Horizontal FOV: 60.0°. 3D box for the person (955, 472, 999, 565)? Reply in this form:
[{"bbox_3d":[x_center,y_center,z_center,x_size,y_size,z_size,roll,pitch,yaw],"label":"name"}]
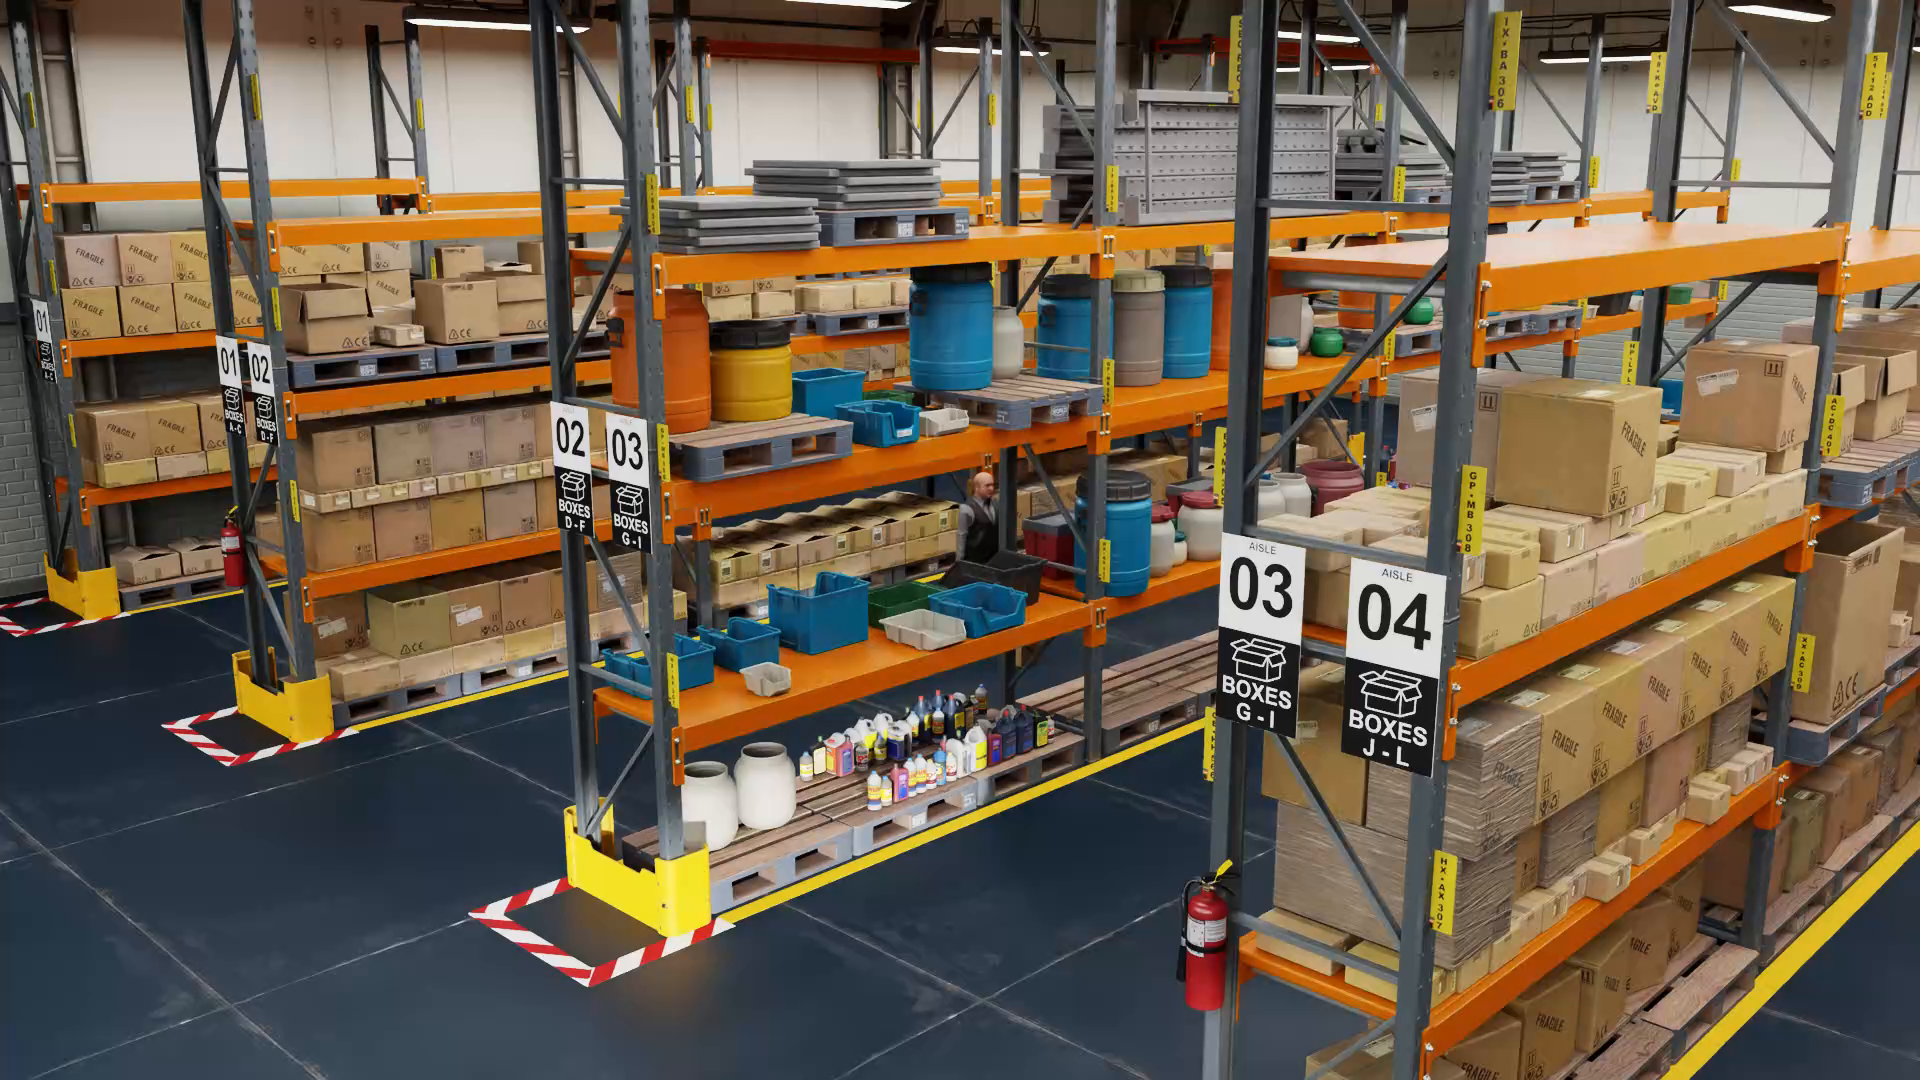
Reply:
[{"bbox_3d":[0.225,0.245,15.614,0.575,1.777,0.433,-10,17,-35],"label":"person"}]
